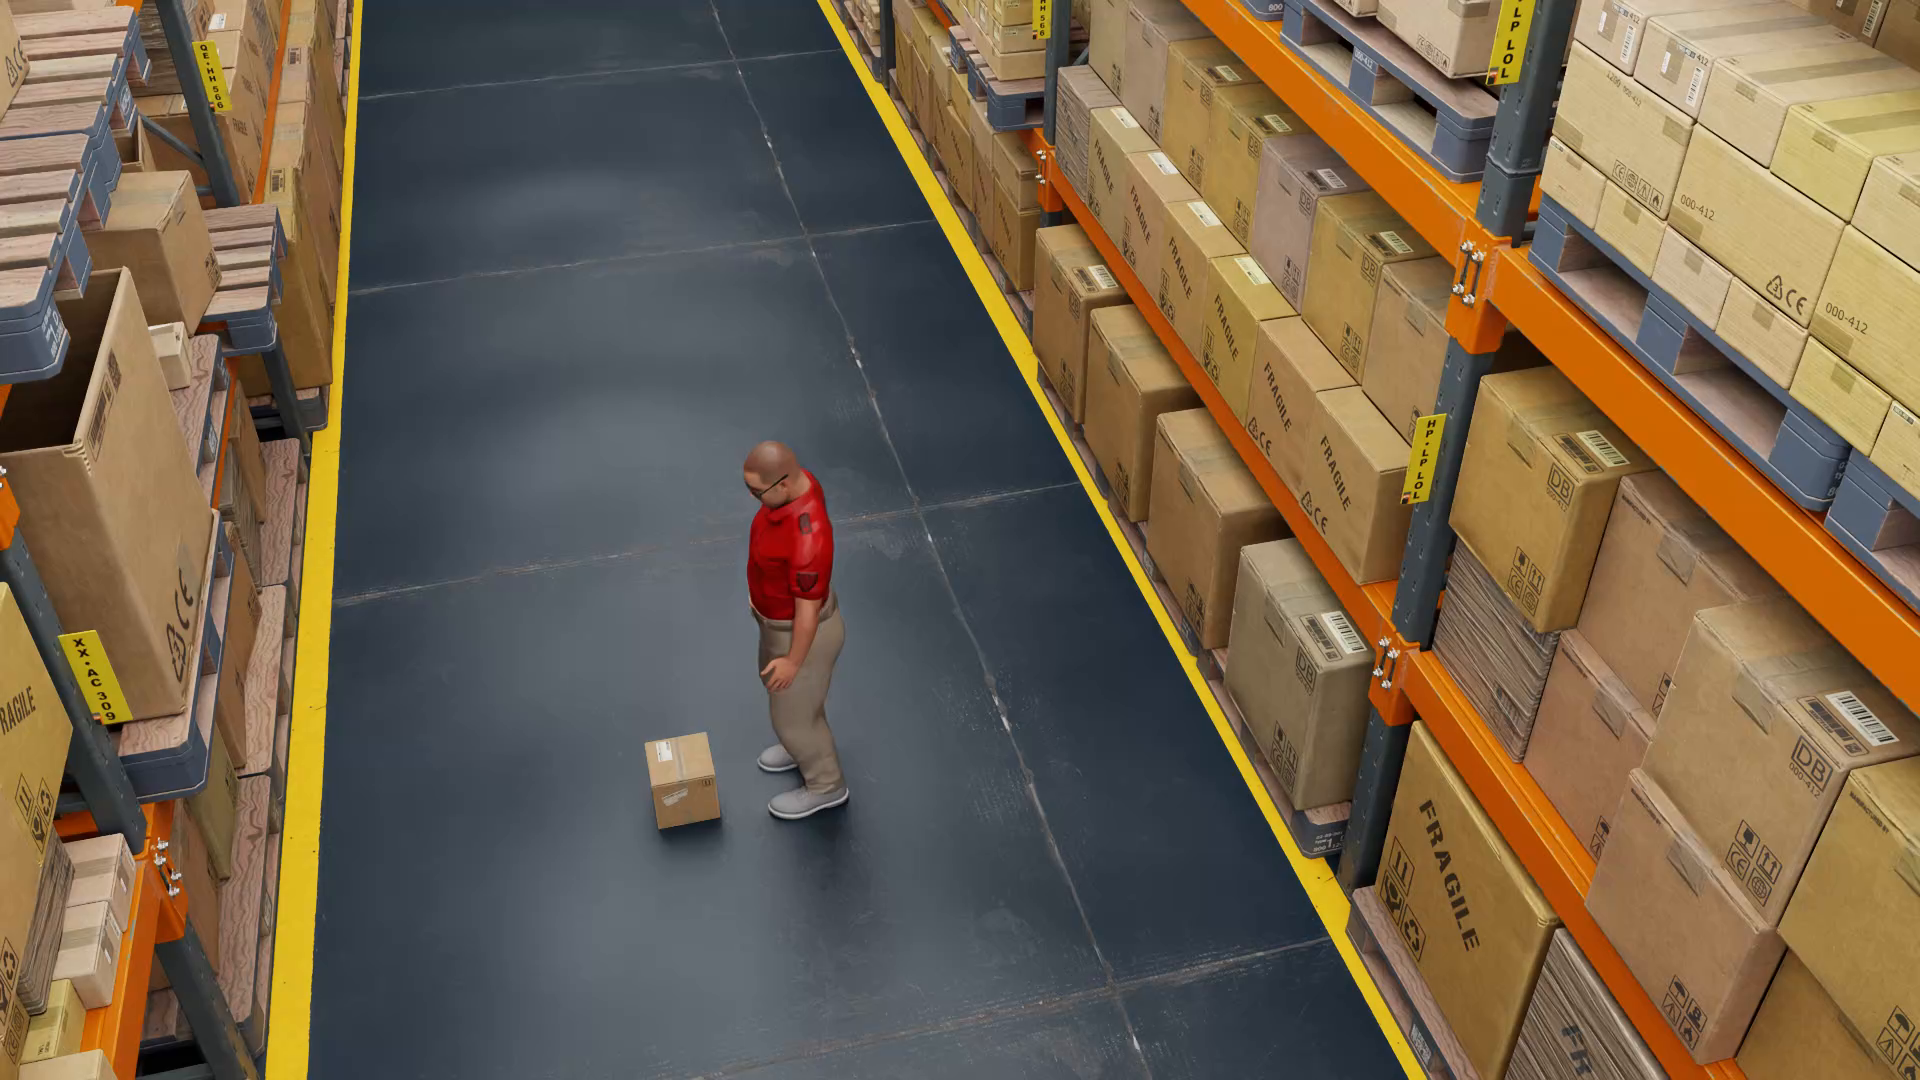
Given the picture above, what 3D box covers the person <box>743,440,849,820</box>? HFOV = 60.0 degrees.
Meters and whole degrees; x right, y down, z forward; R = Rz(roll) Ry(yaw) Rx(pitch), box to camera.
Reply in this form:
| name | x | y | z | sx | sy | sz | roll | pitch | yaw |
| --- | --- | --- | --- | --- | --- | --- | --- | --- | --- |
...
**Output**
| name | x | y | z | sx | sy | sz | roll | pitch | yaw |
| --- | --- | --- | --- | --- | --- | --- | --- | --- | --- |
| person | -0.625 | 0.337 | 6.319 | 0.367 | 1.714 | 0.538 | -9 | 39 | -11 |
